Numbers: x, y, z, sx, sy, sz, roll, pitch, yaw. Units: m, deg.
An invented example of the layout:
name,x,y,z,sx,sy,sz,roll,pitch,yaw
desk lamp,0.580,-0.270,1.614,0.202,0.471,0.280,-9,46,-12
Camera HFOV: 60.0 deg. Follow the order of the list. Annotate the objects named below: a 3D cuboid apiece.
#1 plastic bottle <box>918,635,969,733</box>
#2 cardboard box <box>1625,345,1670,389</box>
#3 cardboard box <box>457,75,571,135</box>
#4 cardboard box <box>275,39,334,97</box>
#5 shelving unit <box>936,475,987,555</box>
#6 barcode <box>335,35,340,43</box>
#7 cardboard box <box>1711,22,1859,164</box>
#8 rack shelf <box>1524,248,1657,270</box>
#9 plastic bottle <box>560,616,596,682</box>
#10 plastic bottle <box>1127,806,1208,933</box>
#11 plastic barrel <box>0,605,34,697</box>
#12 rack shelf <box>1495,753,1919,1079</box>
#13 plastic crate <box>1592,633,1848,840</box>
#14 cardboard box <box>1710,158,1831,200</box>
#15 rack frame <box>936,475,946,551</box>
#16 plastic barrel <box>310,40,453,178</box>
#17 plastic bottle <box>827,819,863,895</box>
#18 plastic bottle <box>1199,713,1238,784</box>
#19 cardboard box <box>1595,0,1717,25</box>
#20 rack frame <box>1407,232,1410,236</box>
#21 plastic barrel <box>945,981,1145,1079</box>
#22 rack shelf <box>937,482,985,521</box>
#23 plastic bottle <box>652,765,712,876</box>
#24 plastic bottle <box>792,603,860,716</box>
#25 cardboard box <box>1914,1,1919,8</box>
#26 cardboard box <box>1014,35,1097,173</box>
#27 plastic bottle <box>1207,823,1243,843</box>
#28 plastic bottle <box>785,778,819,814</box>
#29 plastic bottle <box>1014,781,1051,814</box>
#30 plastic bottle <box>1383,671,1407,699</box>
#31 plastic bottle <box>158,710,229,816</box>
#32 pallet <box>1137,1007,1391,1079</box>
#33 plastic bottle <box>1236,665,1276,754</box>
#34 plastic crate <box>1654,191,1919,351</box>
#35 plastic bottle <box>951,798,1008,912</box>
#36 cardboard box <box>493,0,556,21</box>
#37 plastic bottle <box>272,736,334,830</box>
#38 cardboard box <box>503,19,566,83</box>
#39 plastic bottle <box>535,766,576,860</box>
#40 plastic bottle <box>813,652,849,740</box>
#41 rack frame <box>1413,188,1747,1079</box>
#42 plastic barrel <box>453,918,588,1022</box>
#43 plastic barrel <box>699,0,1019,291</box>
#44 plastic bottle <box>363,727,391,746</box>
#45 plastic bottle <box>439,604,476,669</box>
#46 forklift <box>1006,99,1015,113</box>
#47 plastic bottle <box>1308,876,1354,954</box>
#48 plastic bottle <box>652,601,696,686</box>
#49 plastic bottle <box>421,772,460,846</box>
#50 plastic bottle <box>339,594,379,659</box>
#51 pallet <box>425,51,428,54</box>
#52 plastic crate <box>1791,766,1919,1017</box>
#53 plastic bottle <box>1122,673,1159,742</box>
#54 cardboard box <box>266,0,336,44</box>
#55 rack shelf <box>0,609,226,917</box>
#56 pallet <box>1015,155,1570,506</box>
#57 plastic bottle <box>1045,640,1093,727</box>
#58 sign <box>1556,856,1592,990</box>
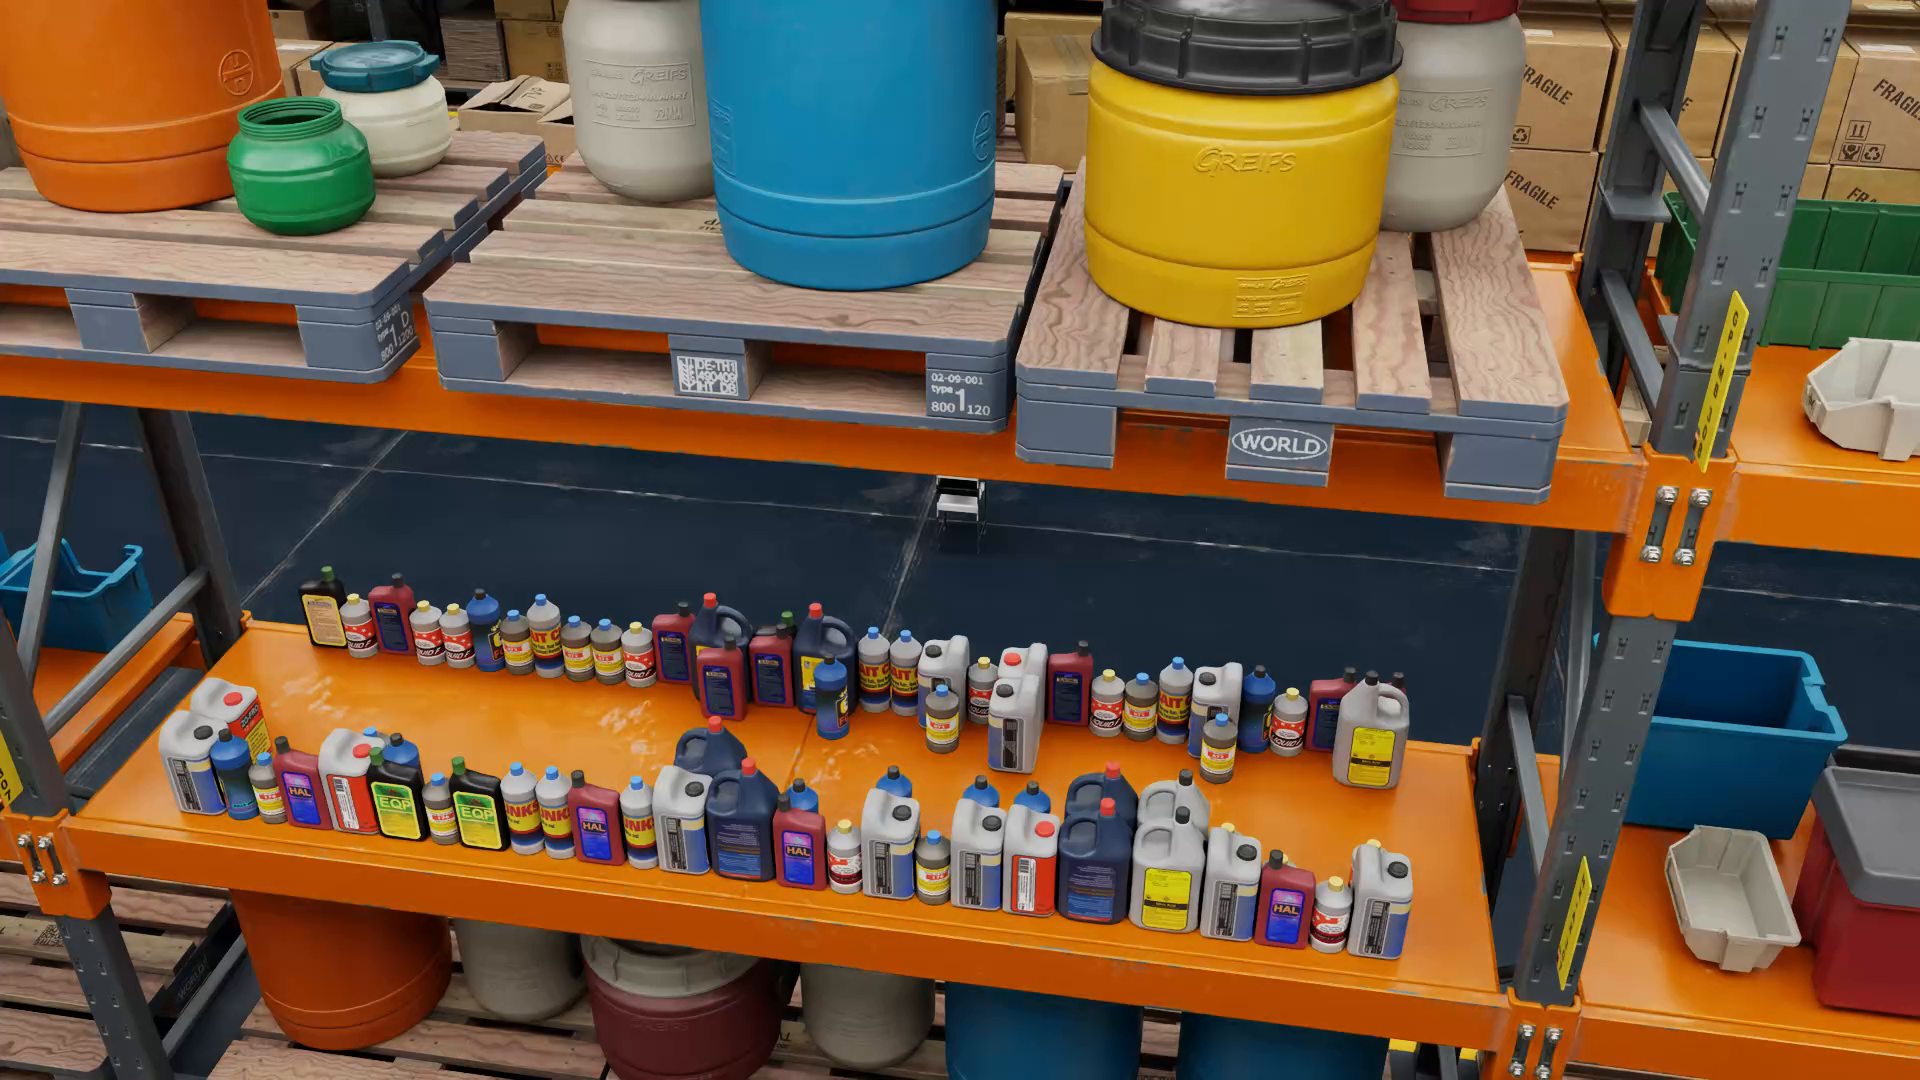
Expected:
name,x,y,z,sx,sy,sz,roll,pitch,yaw
plastic bottle,-0.048,0.409,4.886,0.135,0.276,0.152,5,32,8
cardboard box,3.671,-0.967,9.087,0.500,0.311,0.500,5,32,8
cardboard box,-2.470,-2.390,9.325,0.500,0.311,0.500,5,32,8
cardboard box,-3.796,-2.477,9.286,0.500,0.500,0.500,5,32,8
shelving unit,0.008,-0.381,8.010,0.210,0.900,0.258,5,32,8
barcode,-5.521,-4.436,14.715,0.075,0.075,0.001,5,32,8
cardboard box,3.755,-2.075,7.701,0.500,0.500,0.500,4,32,7
rack shelf,4.294,-1.406,8.347,4.000,0.370,1.077,5,32,8
plastic bottle,-1.169,0.325,5.091,0.097,0.201,0.097,0,32,0
plastic bottle,0.524,0.811,4.174,0.185,0.351,0.144,5,32,8
plastic barrel,-2.966,0.403,4.651,0.708,0.536,0.600,5,32,8
rack shelf,3.457,1.184,4.209,4.000,0.370,1.077,5,32,8
plastic crate,2.003,0.545,4.510,0.575,0.384,0.392,5,32,8
cardboard box,3.777,-1.654,7.971,0.500,0.500,0.500,5,32,8
rack frame,-0.092,-0.390,8.025,0.006,0.900,0.240,5,32,8
plastic barrel,-1.376,-1.028,3.973,0.301,0.262,0.301,0,32,0
plastic bottle,-0.295,0.812,4.312,0.097,0.201,0.097,0,32,0
plastic bottle,0.730,0.578,4.686,0.097,0.201,0.097,0,32,0
cardboard box,3.370,-2.402,8.223,0.500,0.500,0.500,5,32,7
rack frame,2.322,-1.890,8.442,0.127,3.000,1.000,5,32,8
plastic barrel,0.254,1.291,4.942,0.708,0.901,0.600,5,32,8
rack shelf,0.008,-0.200,8.123,0.200,0.077,0.258,5,32,8
plastic bottle,-0.719,0.728,4.377,0.135,0.276,0.152,5,32,8
plastic bottle,-0.397,0.344,4.920,0.185,0.351,0.144,5,32,8
cardboard box,4.863,-2.266,8.007,0.500,0.500,0.500,6,32,9
cardboard box,0.570,-2.235,8.504,0.500,0.500,0.700,-3,32,-4
plastic bottle,0.685,0.819,4.301,0.097,0.201,0.097,0,32,0
plastic bottle,-0.416,0.739,4.364,0.097,0.271,0.097,0,32,0
plastic bottle,0.188,0.745,4.355,0.097,0.271,0.097,0,32,0
plastic bottle,1.195,0.494,4.743,0.133,0.283,0.061,5,32,8
plastic bottle,-2.086,0.604,4.575,0.135,0.276,0.152,5,32,8
pallet,0.732,1.792,5.188,1.213,0.211,1.003,5,32,8
plastic bottle,0.851,0.478,4.781,0.097,0.271,0.097,0,32,0
plastic crate,1.954,-0.601,3.756,0.662,0.188,0.450,5,32,8
plastic bottle,0.052,0.797,4.266,0.135,0.276,0.152,5,32,8
cardboard box,-3.571,-4.545,13.919,0.500,0.250,0.500,5,32,7
plastic bottle,-1.769,0.654,4.488,0.133,0.283,0.061,5,32,8
cardboard box,-3.488,-4.245,14.146,0.500,0.500,0.700,5,32,7
plastic bottle,-1.065,0.713,4.405,0.097,0.271,0.097,0,32,0
plastic bottle,-0.374,0.445,4.834,0.097,0.271,0.097,0,32,0
rack frame,1.485,0.701,4.303,0.127,3.000,1.000,5,32,8
plastic barrel,-1.401,1.259,5.361,0.421,0.512,0.421,0,32,0
plastic barrel,-0.223,-1.034,3.379,0.708,0.901,0.600,5,32,8
plastic bottle,-1.627,0.610,4.636,0.097,0.201,0.097,0,32,0
plastic bottle,-1.553,0.290,5.147,0.097,0.201,0.097,0,32,0
forklift,-0.635,-3.195,10.592,3.031,2.935,1.130,16,36,24
plastic bottle,0.923,0.923,4.136,0.097,0.201,0.097,0,32,0
plastic bottle,-0.861,0.308,5.041,0.133,0.283,0.061,5,32,8
plastic bottle,-1.388,0.713,4.470,0.097,0.201,0.097,0,32,0
plastic bottle,-1.877,0.261,5.194,0.097,0.201,0.097,0,32,0
pallet,-5.402,-4.054,14.528,1.213,0.211,1.003,5,32,8
plastic crate,2.323,0.859,3.934,0.583,0.464,0.402,5,32,8
plastic bottle,0.527,0.478,4.846,0.097,0.201,0.097,0,32,0
cardboard box,-5.764,-4.394,14.383,0.500,0.500,0.500,3,32,5
rack shelf,-4.429,0.470,5.350,4.000,0.370,1.077,5,32,8
pallet,0.696,-0.510,3.588,1.003,0.211,1.213,5,32,8
plastic bottle,0.320,0.415,4.870,0.133,0.283,0.061,5,32,8
sign,1.391,0.871,3.771,0.005,0.325,0.100,5,32,8
